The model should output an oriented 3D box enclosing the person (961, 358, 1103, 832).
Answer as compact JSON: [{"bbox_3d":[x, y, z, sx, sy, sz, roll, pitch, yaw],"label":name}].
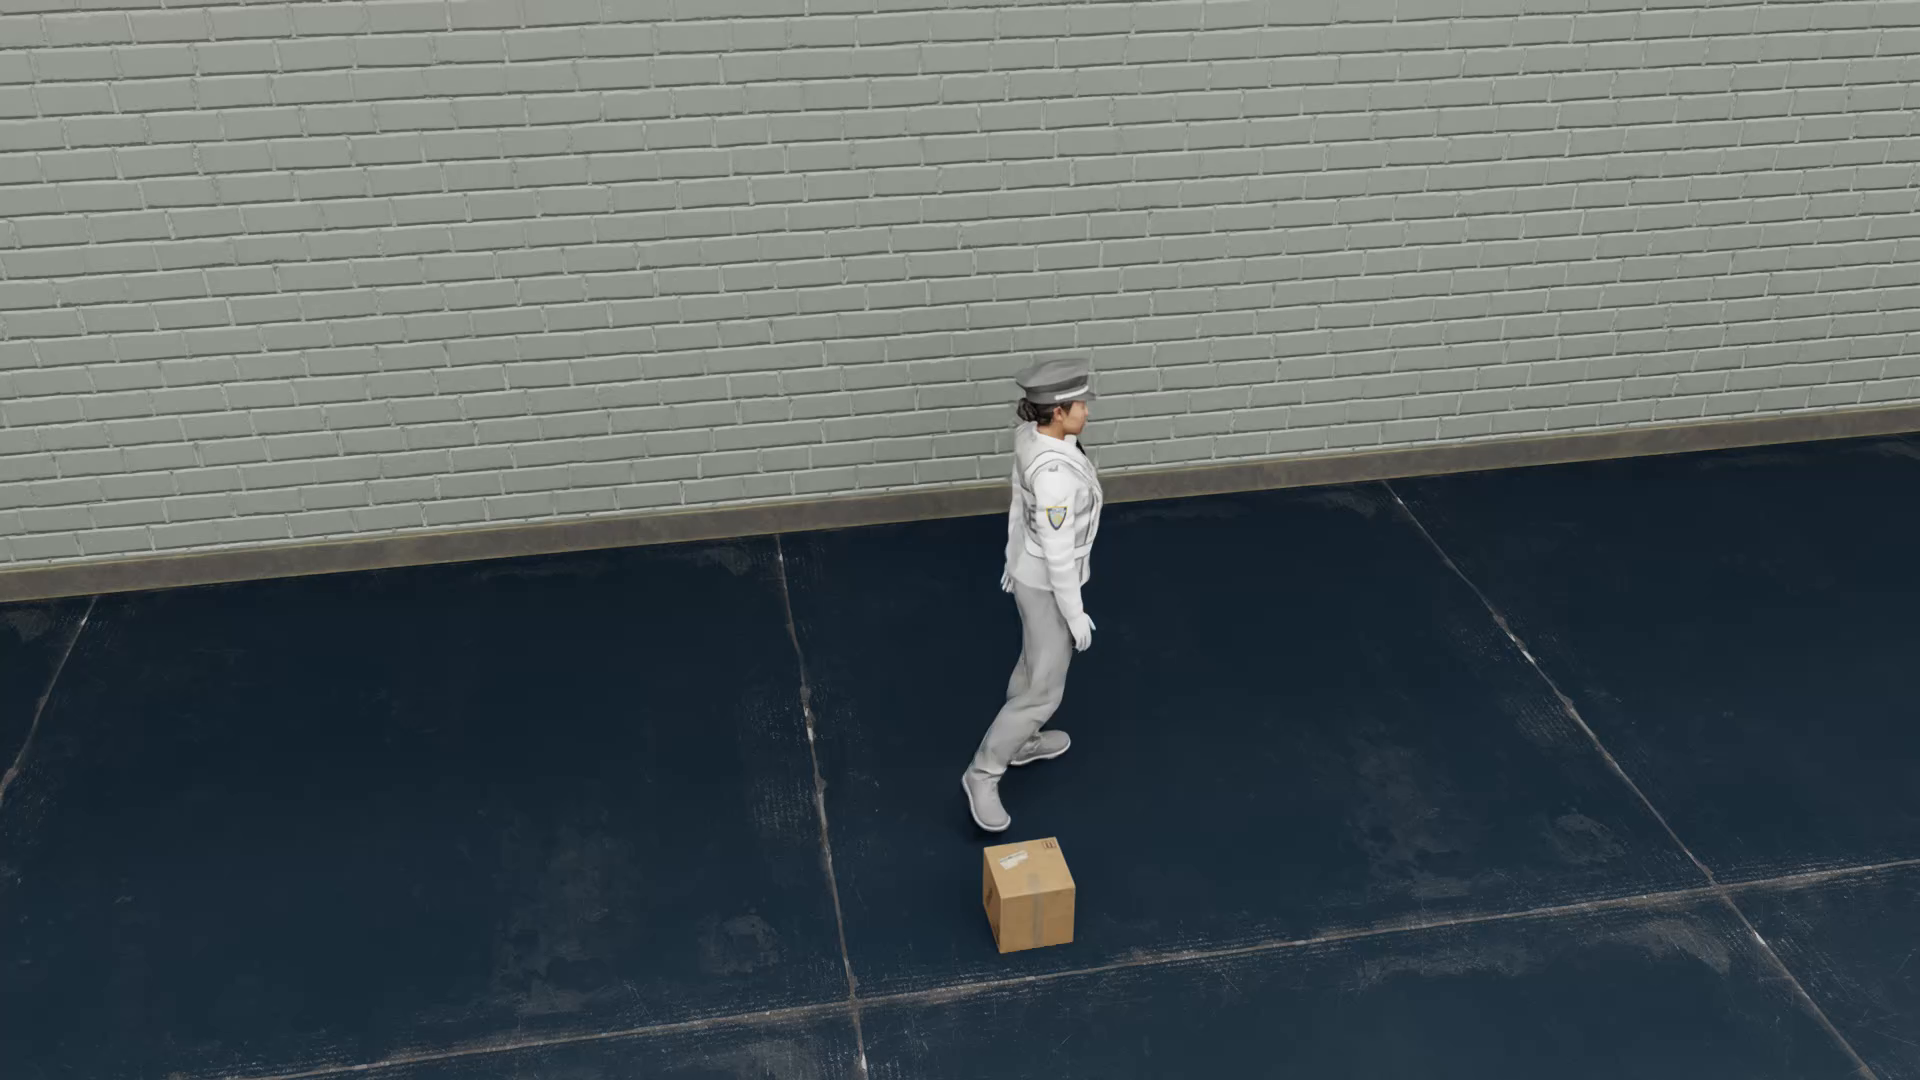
[{"bbox_3d":[0.244,0.198,5.792,0.493,1.667,0.673,-2,31,-3],"label":"person"}]
